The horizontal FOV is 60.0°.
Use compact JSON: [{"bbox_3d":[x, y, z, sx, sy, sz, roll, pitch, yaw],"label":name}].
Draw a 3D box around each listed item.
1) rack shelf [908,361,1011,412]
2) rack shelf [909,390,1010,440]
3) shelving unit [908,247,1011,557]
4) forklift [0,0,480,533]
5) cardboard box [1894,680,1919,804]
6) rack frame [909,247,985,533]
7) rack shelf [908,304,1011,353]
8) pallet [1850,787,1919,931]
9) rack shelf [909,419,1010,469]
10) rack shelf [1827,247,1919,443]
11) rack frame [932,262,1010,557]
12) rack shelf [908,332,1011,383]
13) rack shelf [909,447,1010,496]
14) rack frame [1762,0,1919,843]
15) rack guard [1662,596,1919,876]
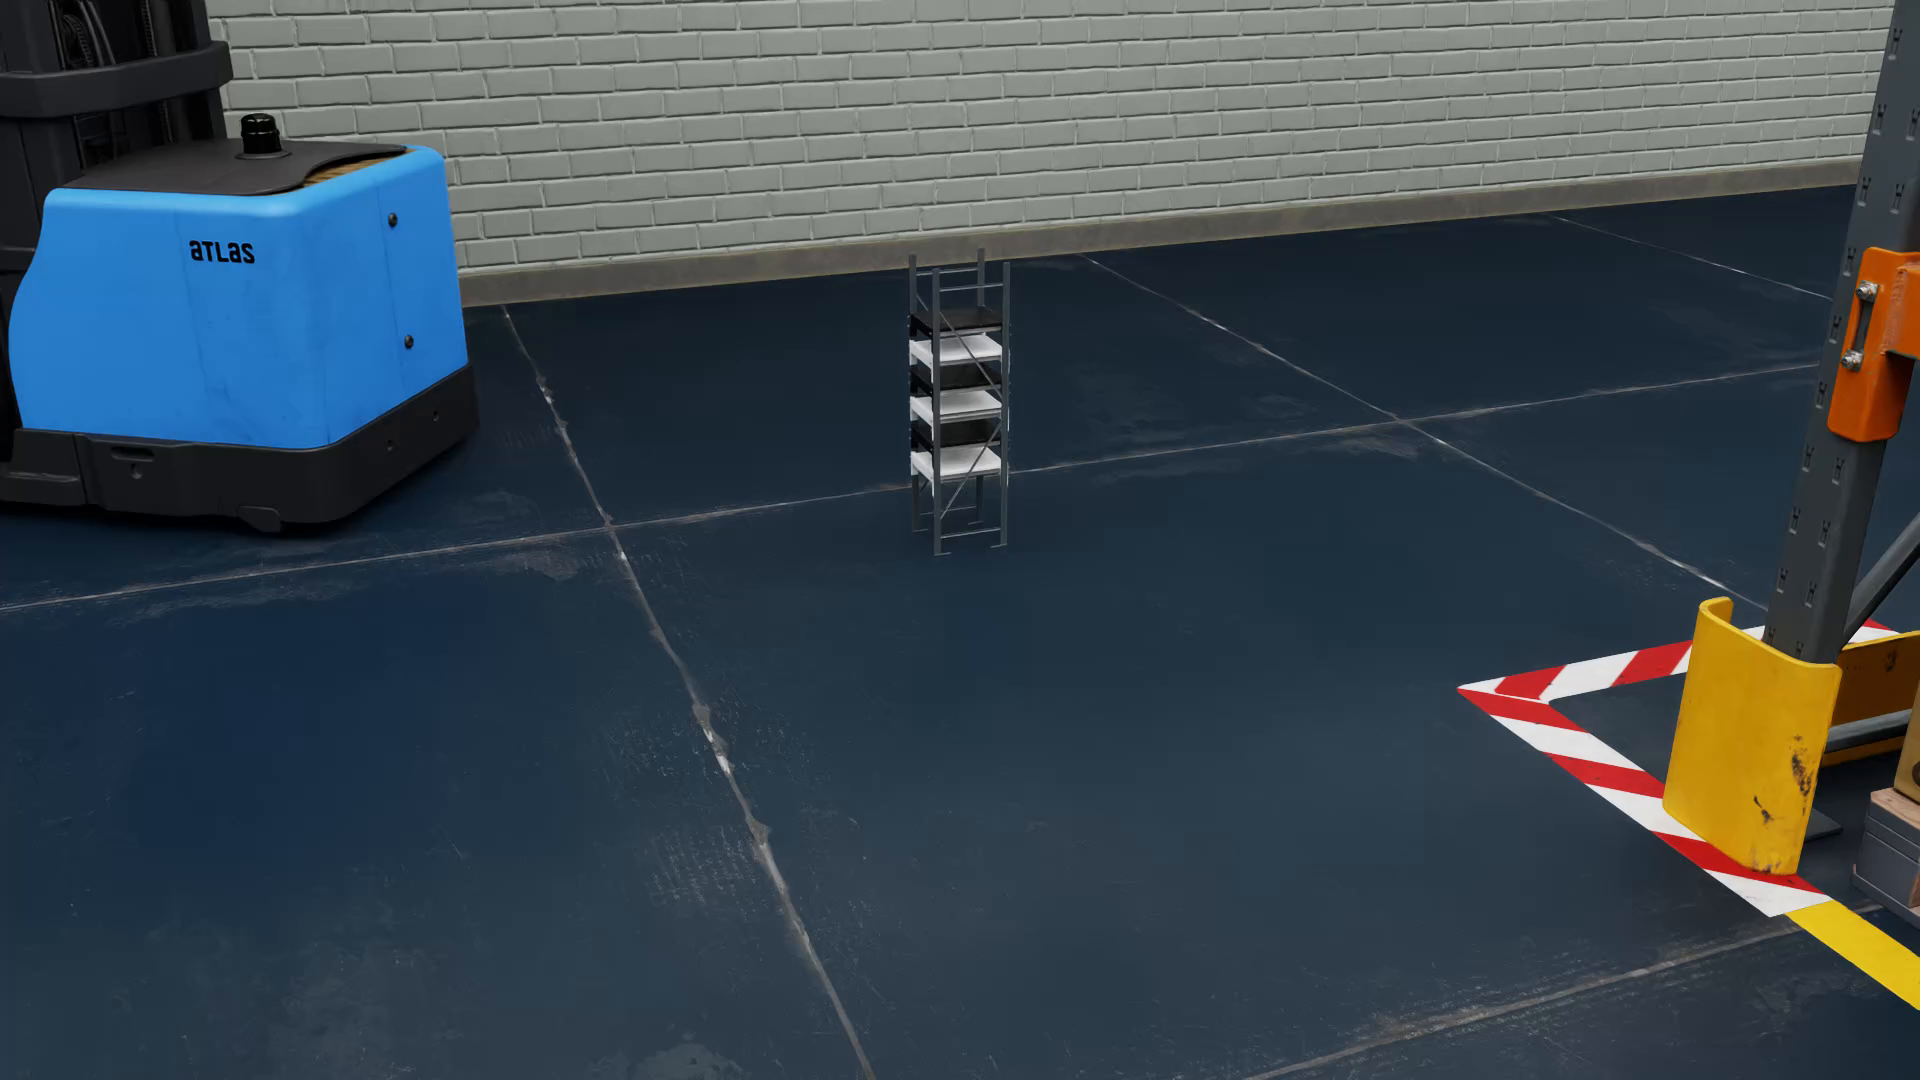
[{"bbox_3d":[-0.003,-0.470,5.060,0.258,0.077,0.200,-8,24,-19],"label":"rack shelf"},{"bbox_3d":[-0.003,-0.387,5.095,0.258,0.077,0.200,-8,24,-19],"label":"rack shelf"},{"bbox_3d":[-0.003,-0.418,5.082,0.258,0.900,0.210,-8,24,-19],"label":"shelving unit"},{"bbox_3d":[-3.316,-1.651,5.394,3.031,2.935,1.130,5,23,11],"label":"forklift"},{"bbox_3d":[2.503,0.216,3.070,0.875,0.875,0.875,-8,24,-19],"label":"cardboard box"},{"bbox_3d":[-0.039,-0.455,5.170,0.240,0.900,0.006,-8,24,-19],"label":"rack frame"},{"bbox_3d":[-0.003,-0.636,4.990,0.258,0.077,0.200,-8,24,-19],"label":"rack shelf"},{"bbox_3d":[2.558,0.774,3.142,1.003,0.211,1.213,-8,24,-19],"label":"pallet"},{"bbox_3d":[-0.003,-0.304,5.130,0.258,0.077,0.200,-8,24,-19],"label":"rack shelf"},{"bbox_3d":[2.909,0.267,1.680,1.077,0.370,4.000,-8,24,-19],"label":"rack shelf"},{"bbox_3d":[0.033,-0.381,4.995,0.240,0.900,0.006,-8,24,-19],"label":"rack frame"},{"bbox_3d":[-0.003,-0.553,5.025,0.258,0.077,0.200,-8,24,-19],"label":"rack shelf"},{"bbox_3d":[-0.003,-0.221,5.165,0.258,0.077,0.200,-8,24,-19],"label":"rack shelf"},{"bbox_3d":[2.202,-0.791,3.265,1.000,3.000,0.127,-8,24,-19],"label":"rack frame"},{"bbox_3d":[2.194,0.352,3.771,1.175,0.500,0.348,-8,24,-19],"label":"rack guard"}]
